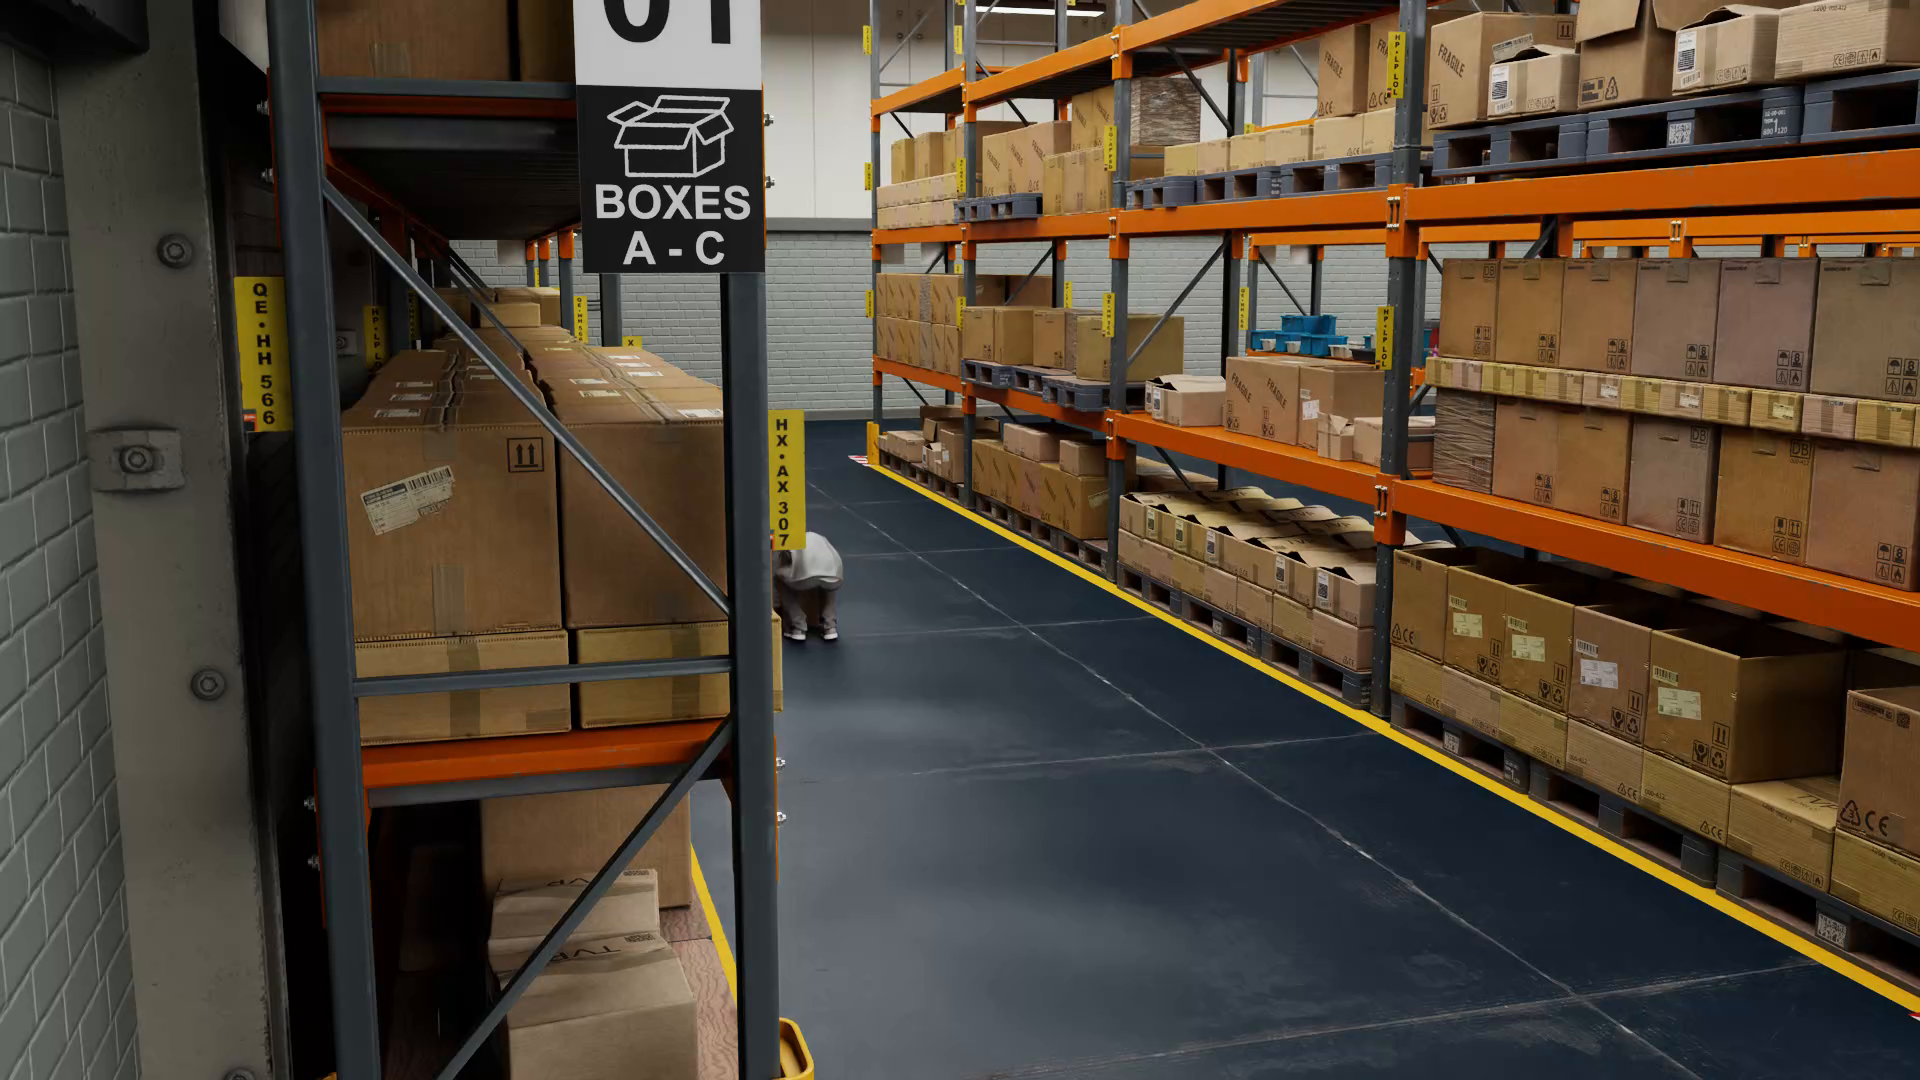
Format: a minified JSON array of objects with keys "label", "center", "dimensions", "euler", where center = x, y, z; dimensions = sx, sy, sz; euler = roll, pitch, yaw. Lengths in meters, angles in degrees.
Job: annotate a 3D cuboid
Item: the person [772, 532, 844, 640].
[{"label":"person","center":[-1.016,0.297,10.967],"dimensions":[0.418,0.695,0.862],"euler":[-3,10,-17]}]
